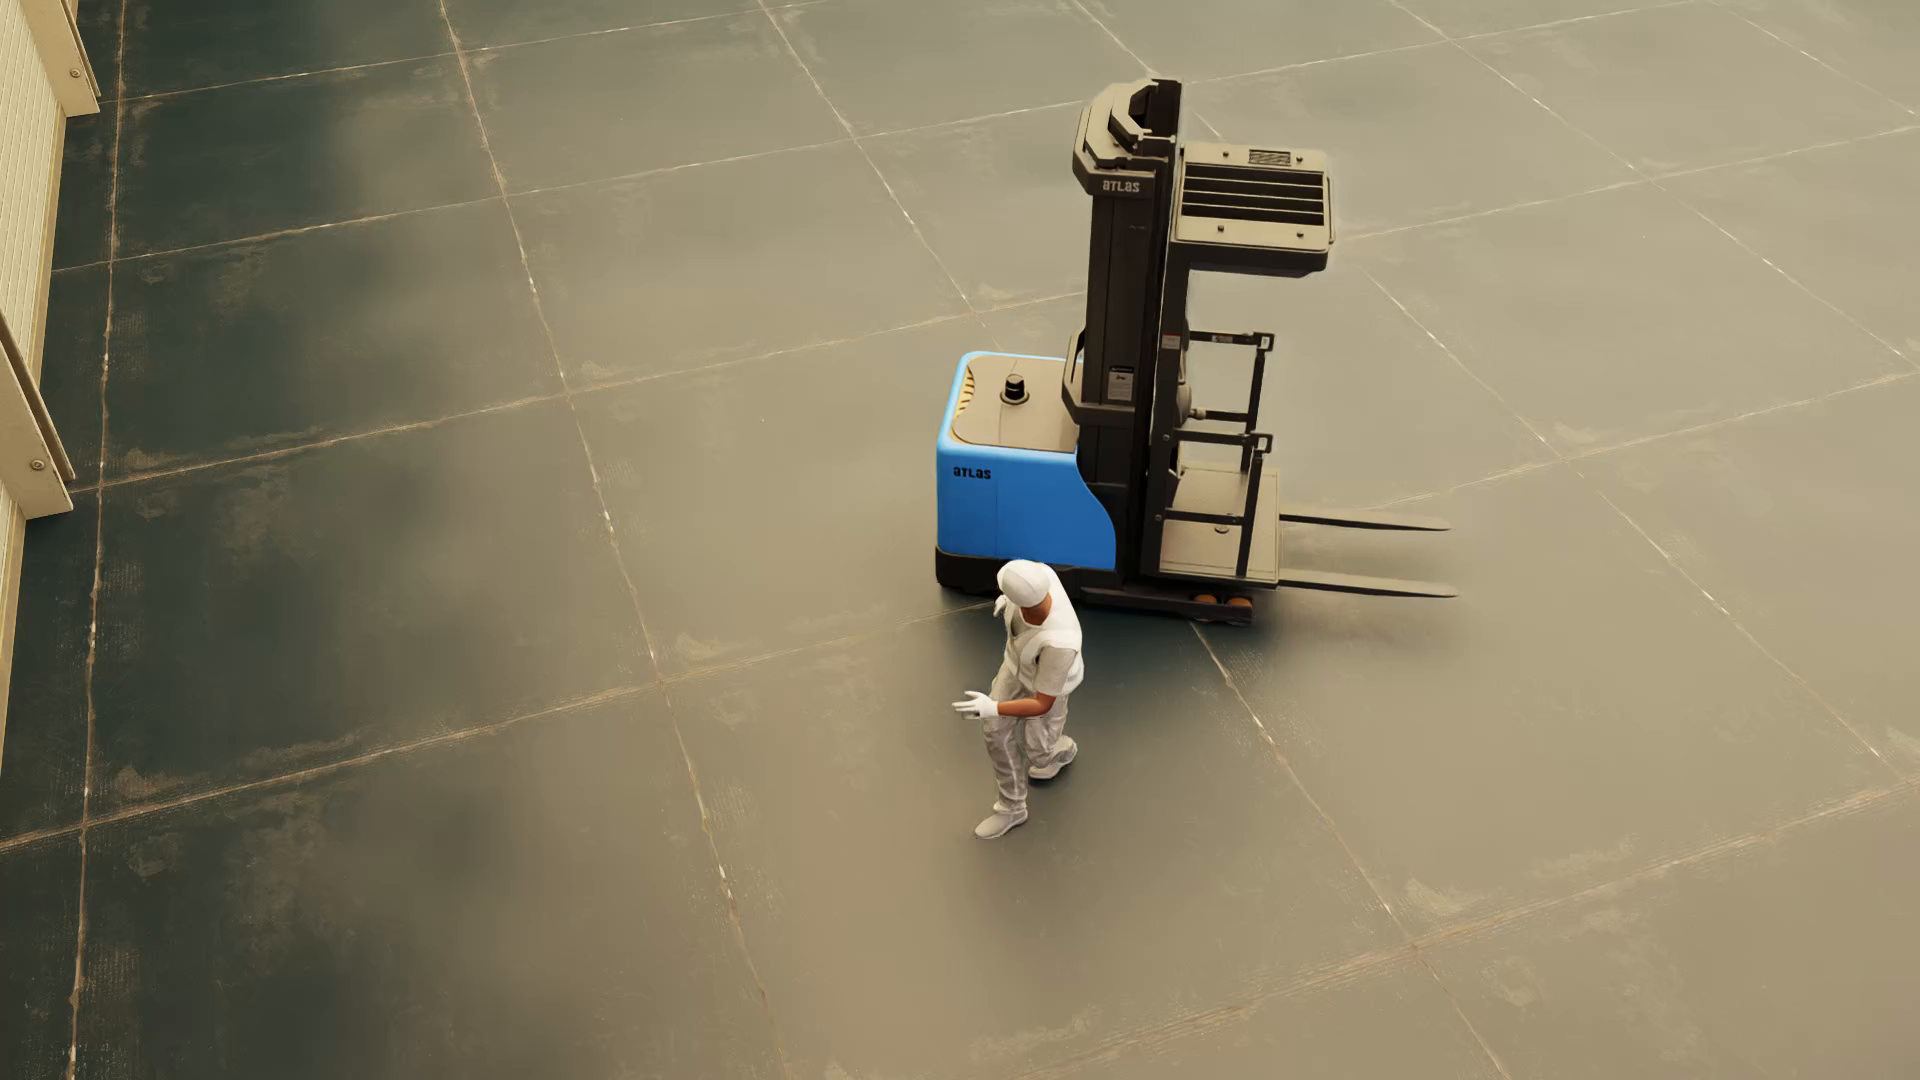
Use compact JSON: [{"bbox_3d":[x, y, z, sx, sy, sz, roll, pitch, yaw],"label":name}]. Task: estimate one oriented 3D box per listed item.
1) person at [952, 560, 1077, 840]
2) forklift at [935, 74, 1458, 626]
[{"bbox_3d":[0.234,0.677,8.215,0.841,1.646,0.841,-26,47,-28],"label":"person"},{"bbox_3d":[5.892,6.593,0.144,15.463,2.935,23.089,6,40,7],"label":"forklift"}]
